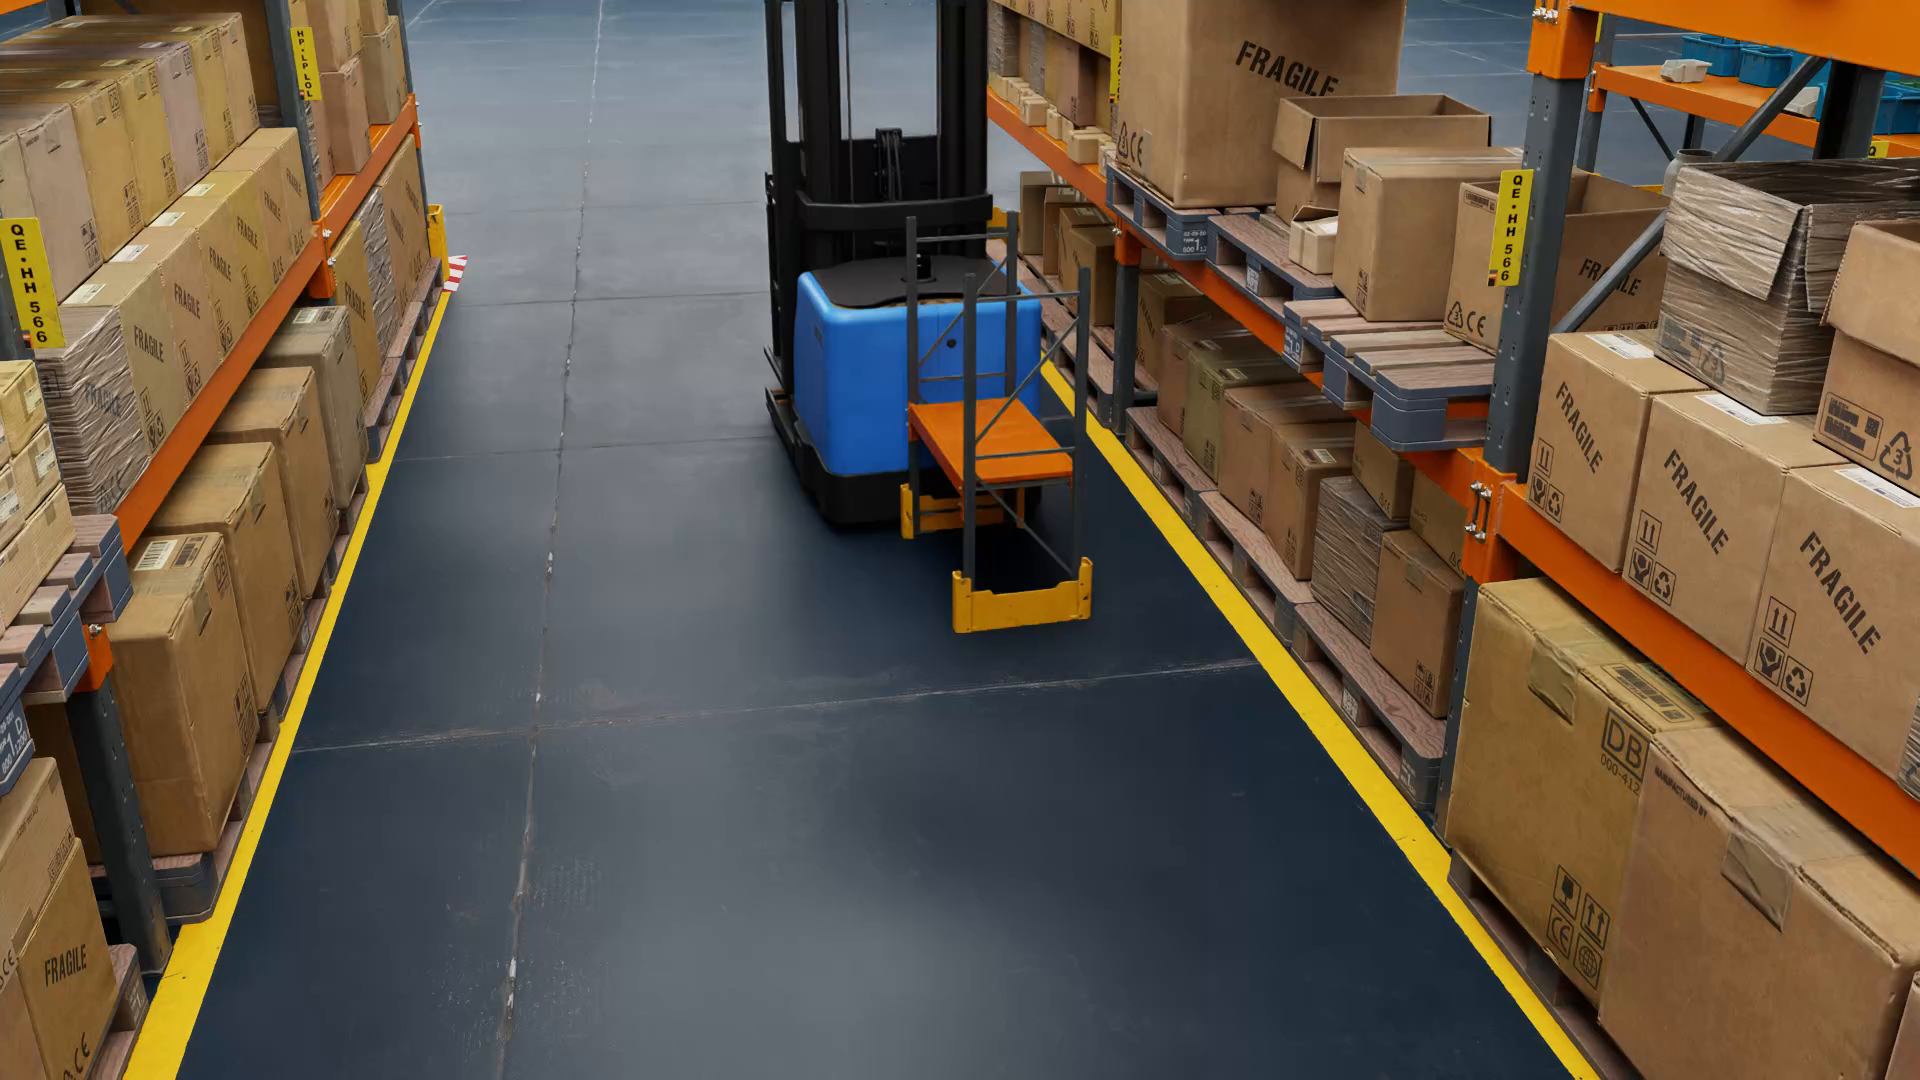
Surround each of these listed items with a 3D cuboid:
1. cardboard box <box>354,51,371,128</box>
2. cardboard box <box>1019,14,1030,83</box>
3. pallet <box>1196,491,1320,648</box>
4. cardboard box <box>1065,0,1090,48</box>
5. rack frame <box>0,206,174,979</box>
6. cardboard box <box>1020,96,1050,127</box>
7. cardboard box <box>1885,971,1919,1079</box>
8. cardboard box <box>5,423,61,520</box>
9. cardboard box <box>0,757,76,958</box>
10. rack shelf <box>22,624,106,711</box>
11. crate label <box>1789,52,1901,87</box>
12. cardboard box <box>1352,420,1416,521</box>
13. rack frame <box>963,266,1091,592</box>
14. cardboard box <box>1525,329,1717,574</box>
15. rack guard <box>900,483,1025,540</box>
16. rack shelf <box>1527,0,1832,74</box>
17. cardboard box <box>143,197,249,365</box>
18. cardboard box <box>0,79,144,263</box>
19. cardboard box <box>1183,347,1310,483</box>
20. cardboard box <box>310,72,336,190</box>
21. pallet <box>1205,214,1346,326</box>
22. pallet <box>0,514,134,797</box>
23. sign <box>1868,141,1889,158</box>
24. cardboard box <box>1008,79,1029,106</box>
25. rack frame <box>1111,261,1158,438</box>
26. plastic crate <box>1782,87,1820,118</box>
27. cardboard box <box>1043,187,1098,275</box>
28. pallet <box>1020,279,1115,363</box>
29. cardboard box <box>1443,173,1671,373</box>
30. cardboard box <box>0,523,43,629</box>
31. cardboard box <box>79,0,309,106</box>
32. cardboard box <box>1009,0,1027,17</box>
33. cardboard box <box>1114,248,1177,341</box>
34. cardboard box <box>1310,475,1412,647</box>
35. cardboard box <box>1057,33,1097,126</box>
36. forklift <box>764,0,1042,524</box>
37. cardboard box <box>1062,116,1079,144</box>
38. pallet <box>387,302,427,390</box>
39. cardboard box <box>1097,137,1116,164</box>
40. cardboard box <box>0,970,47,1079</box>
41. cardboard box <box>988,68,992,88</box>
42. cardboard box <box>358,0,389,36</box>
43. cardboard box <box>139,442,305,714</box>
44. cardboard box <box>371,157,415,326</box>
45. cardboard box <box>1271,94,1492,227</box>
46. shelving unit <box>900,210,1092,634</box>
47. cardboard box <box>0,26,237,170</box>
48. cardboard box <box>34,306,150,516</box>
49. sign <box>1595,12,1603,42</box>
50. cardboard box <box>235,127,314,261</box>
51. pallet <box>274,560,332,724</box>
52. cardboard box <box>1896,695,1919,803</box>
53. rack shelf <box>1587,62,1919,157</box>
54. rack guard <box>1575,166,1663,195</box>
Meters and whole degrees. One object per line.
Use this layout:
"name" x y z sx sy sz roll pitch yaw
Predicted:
"cardboard box" -4.085 -2.720 10.043 0.875 0.550 0.550 -4 24 -10
"cardboard box" 0.877 -3.341 11.157 0.875 0.500 0.500 -4 24 -10
"pallet" 1.706 0.073 7.320 1.003 0.211 1.213 -4 24 -10
"cardboard box" 0.884 -2.986 9.093 0.500 0.500 0.500 -4 24 -10
"rack frame" -2.822 -0.091 4.212 1.000 3.000 0.127 -4 24 -10
"cardboard box" 0.592 -2.723 10.552 0.380 0.149 0.250 -4 24 -10
"cardboard box" 2.507 1.334 3.078 1.225 0.875 0.875 -5 24 -12
"cardboard box" -2.283 -0.144 3.751 0.380 0.149 0.250 -4 24 -9
"cardboard box" -2.438 0.768 3.906 0.500 0.250 0.500 -5 24 -11
"rack shelf" -2.452 1.025 2.554 1.077 0.370 4.000 -4 24 -10
"crate label" 6.065 -3.244 11.386 0.502 0.435 0.616 -4 24 -10
"cardboard box" 1.810 -0.288 6.298 0.500 0.250 0.500 -2 24 -4
"rack frame" 0.259 -0.343 6.661 0.500 1.500 0.032 -6 24 -13
"cardboard box" 1.894 -0.253 4.457 0.500 0.500 0.500 -4 24 -8
"rack guard" 0.014 -0.157 7.797 0.587 0.250 0.087 -6 24 -13
"rack shelf" 1.701 -2.250 6.306 1.077 0.370 4.000 -4 24 -10
"cardboard box" -2.919 -0.928 6.002 0.500 0.500 0.500 -5 24 -10
"cardboard box" -3.087 -1.173 5.314 0.700 0.500 0.500 -5 24 -11
"cardboard box" 1.493 -0.616 7.986 0.700 0.500 0.500 -4 24 -10
"cardboard box" -3.766 -2.092 8.606 0.875 0.550 0.550 -4 24 -10
"pallet" 1.665 -1.107 6.775 1.003 0.211 1.213 -4 24 -10
"pallet" -2.586 0.269 3.626 1.213 0.211 1.003 -4 24 -10
"sign" 2.616 -0.992 4.826 0.100 0.325 0.005 -4 24 -10
"cardboard box" 0.536 -3.025 11.242 0.380 0.149 0.250 -4 24 -10
"rack frame" 1.331 -1.992 8.564 1.000 3.000 0.127 -4 24 -10
"plastic crate" 5.650 -2.858 10.875 0.530 0.136 0.437 -4 24 -10
"cardboard box" 0.835 -2.133 11.484 0.500 0.500 0.500 2 24 4
"pallet" 0.943 -1.457 10.822 1.003 0.211 1.213 -4 24 -10
"cardboard box" 1.932 -0.867 5.337 0.500 0.500 0.500 -7 25 -16
"cardboard box" -2.235 0.089 3.588 0.380 0.149 0.250 -4 24 -10
"cardboard box" -3.596 -2.376 7.906 0.875 0.550 0.550 -4 24 -10
"cardboard box" 0.605 -3.576 10.443 0.500 0.500 0.500 -4 24 -10
"cardboard box" 1.183 -1.424 9.861 0.500 0.500 0.500 3 24 7
"cardboard box" 1.812 0.046 6.471 0.700 0.500 0.500 -6 24 -14
"cardboard box" 1.060 -2.744 9.789 0.875 0.500 0.500 -4 24 -10
"forklift" -0.465 -1.983 8.628 1.130 2.935 3.031 -6 24 -13
"cardboard box" 0.820 -2.435 9.892 0.380 0.149 0.250 -4 24 -10
"pallet" -3.854 -1.173 10.171 1.003 0.211 1.213 -4 24 -10
"cardboard box" 0.979 -2.142 9.220 0.380 0.149 0.250 -4 24 -10
"cardboard box" -2.351 1.306 3.611 0.500 0.500 0.500 -3 24 -8
"cardboard box" 0.410 -3.321 11.919 0.380 0.149 0.250 -4 24 -10
"cardboard box" -4.079 -3.443 10.350 0.875 0.550 0.550 -4 24 -10
"cardboard box" -3.011 0.157 5.928 1.050 0.750 0.750 -4 24 -9
"cardboard box" -3.946 -1.849 10.366 0.875 0.875 0.875 -5 24 -11
"cardboard box" 1.743 -1.557 6.913 0.797 0.503 0.637 -2 24 -4
"shelving unit" 0.137 -0.536 7.104 0.587 1.500 1.083 -6 24 -13
"cardboard box" -3.367 -1.772 6.685 0.700 0.500 0.500 -5 24 -11
"cardboard box" -2.640 -0.334 4.642 0.500 0.500 0.500 -4 24 -9
"sign" 4.918 -4.020 12.861 0.100 0.325 0.005 -4 24 -10
"cardboard box" -3.203 -1.525 7.369 0.500 0.500 0.500 -4 24 -10
"pallet" -3.116 0.392 6.589 1.003 0.211 1.213 -4 24 -10
"cardboard box" 2.180 0.347 3.082 0.500 0.500 0.500 -4 24 -10
"rack shelf" 5.829 -2.816 11.348 1.077 0.370 4.000 -4 24 -10
"rack guard" 5.520 -2.760 13.445 1.175 0.500 0.348 -4 24 -10
